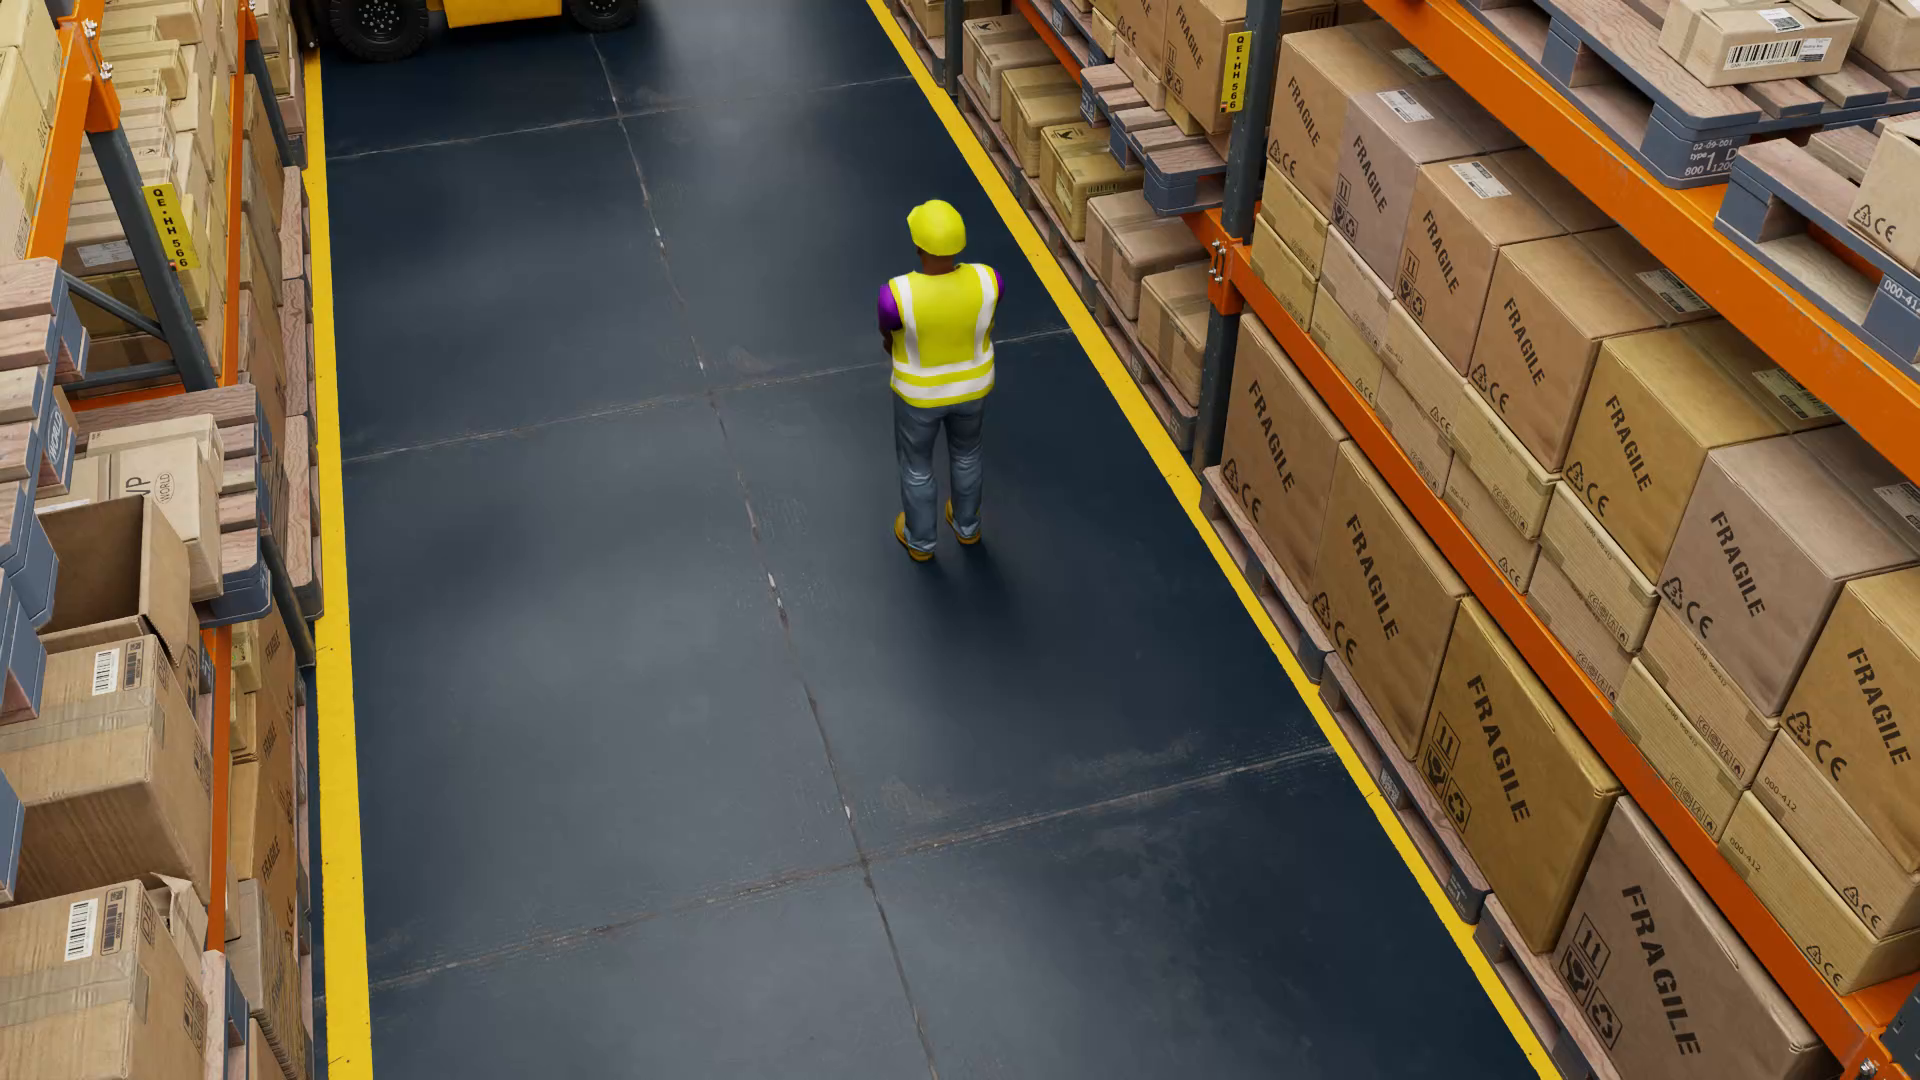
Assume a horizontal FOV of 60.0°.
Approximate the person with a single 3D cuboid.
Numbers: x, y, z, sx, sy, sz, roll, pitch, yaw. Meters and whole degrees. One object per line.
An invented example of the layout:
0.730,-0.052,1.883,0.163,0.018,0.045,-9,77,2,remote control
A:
-0.114,-0.703,6.927,0.504,1.760,0.583,-11,43,-12,person
